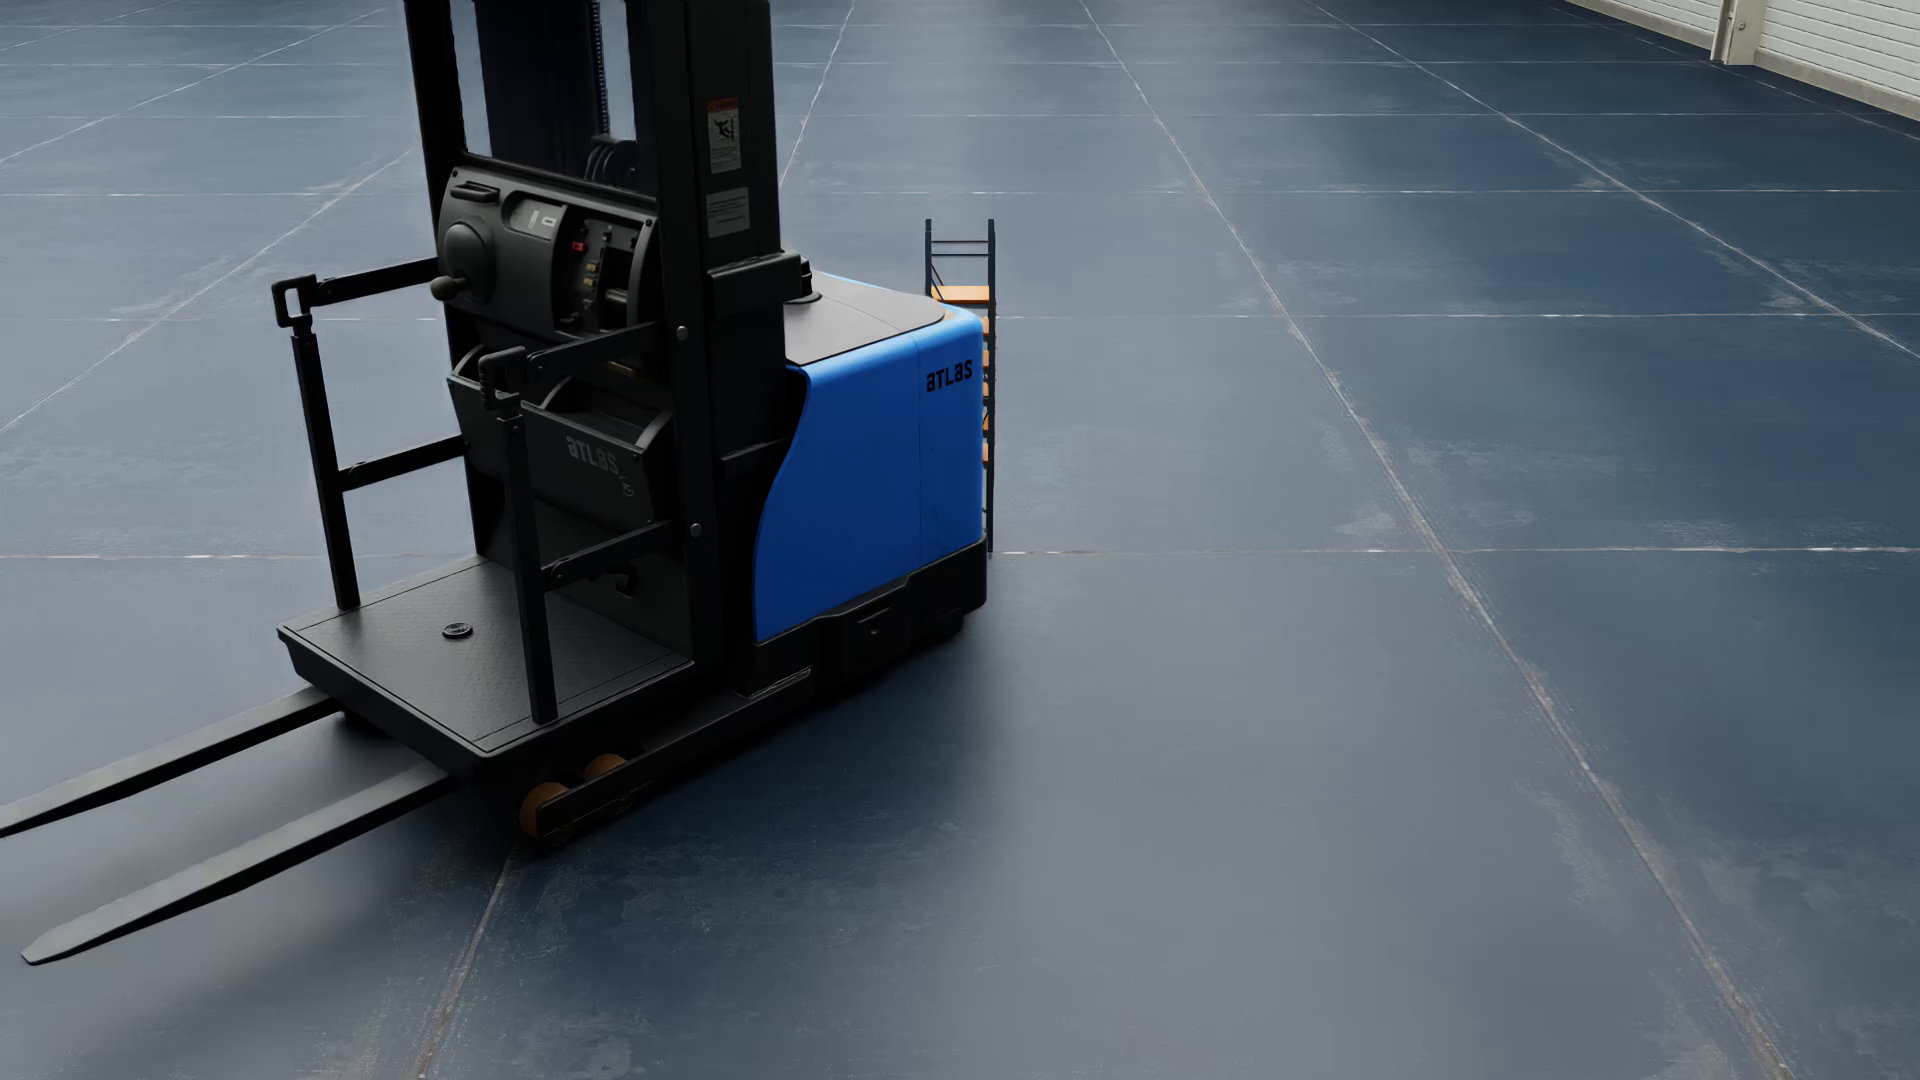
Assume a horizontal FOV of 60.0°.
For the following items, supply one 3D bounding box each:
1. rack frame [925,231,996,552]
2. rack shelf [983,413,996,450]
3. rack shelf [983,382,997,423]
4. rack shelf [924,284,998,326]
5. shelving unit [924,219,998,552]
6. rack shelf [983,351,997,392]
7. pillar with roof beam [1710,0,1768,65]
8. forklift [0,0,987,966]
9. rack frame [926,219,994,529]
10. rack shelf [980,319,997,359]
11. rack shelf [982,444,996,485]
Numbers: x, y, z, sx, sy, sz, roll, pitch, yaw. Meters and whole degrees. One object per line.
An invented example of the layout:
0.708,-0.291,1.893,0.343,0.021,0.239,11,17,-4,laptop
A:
0.001,-0.503,5.906,0.240,1.200,0.006,0,24,-1,rack frame
0.000,-0.391,6.057,0.258,0.103,0.180,0,24,-1,rack shelf
0.000,-0.500,6.008,0.258,0.103,0.180,0,24,-1,rack shelf
0.000,-0.828,5.860,0.258,0.103,0.180,0,24,-1,rack shelf
0.000,-0.541,5.990,0.258,1.200,0.189,0,24,-1,shelving unit
0.000,-0.610,5.958,0.258,0.103,0.180,0,24,-1,rack shelf
3.669,-9.015,15.262,9.100,9.000,0.400,0,24,-1,pillar with roof beam
-1.272,-0.755,4.363,1.130,2.935,3.031,20,31,38,forklift
-0.001,-0.578,6.073,0.240,1.200,0.006,0,24,-1,rack frame
0.000,-0.719,5.909,0.258,0.103,0.180,0,24,-1,rack shelf
0.000,-0.282,6.107,0.258,0.103,0.180,0,24,-1,rack shelf
